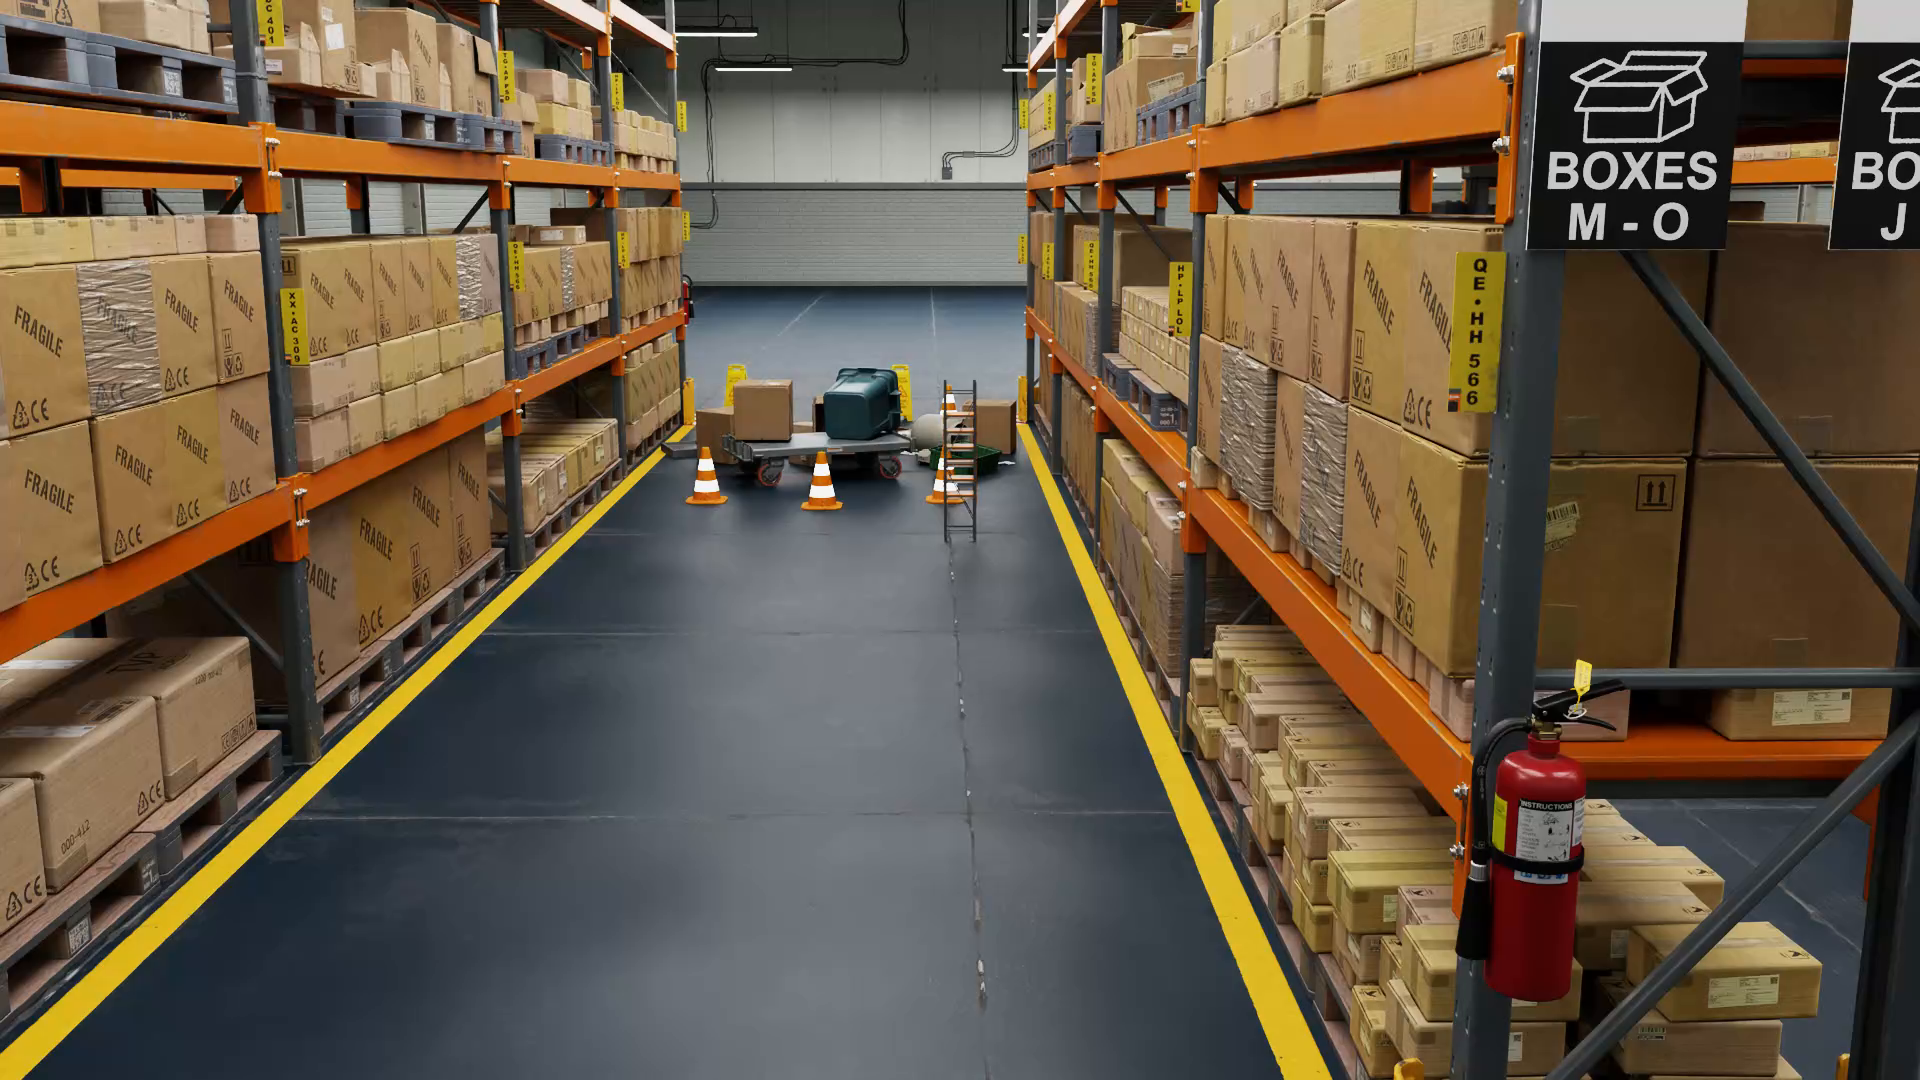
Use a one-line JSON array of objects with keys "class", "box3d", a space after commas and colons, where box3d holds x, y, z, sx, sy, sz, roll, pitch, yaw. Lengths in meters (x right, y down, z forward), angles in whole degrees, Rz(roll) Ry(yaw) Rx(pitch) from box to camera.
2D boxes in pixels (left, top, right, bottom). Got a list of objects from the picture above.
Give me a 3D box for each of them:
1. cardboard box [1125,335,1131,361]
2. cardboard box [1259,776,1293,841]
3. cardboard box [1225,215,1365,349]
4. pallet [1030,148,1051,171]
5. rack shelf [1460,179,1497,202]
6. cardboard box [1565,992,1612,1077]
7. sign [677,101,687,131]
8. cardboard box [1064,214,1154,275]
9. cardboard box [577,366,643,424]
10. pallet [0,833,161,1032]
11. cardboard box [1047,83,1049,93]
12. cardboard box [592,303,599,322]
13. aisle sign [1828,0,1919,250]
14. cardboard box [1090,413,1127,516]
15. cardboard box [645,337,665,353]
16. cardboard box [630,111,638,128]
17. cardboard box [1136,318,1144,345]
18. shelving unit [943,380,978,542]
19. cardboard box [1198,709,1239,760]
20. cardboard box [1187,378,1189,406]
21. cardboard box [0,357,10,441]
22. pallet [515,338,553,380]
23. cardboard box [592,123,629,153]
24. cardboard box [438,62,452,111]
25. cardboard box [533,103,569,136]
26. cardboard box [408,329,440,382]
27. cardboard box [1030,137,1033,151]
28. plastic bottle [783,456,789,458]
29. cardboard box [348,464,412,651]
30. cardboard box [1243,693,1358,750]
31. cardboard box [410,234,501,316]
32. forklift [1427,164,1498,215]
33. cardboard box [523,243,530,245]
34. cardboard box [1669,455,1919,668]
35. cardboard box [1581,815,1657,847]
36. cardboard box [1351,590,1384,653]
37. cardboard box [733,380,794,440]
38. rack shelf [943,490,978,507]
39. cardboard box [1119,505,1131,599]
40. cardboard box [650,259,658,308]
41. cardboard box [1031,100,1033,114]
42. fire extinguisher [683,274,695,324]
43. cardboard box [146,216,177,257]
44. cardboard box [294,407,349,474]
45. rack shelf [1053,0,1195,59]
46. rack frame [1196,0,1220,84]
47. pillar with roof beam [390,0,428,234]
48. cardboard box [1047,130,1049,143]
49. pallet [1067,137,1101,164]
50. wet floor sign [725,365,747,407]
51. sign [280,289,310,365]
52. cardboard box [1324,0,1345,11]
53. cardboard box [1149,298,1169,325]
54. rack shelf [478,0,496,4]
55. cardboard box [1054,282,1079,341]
[{"class": "cardboard box", "box3d": [1.255, -1.228, 10.645, 0.380, 0.149, 0.250, 0, 11, 2]}, {"class": "cardboard box", "box3d": [1.255, 0.932, 5.789, 0.380, 0.149, 0.250, 0, 11, -1]}, {"class": "cardboard box", "box3d": [1.317, -0.985, 6.354, 0.500, 0.500, 0.500, -1, 11, -3]}, {"class": "pallet", "box3d": [1.303, -4.158, 18.189, 1.003, 0.211, 1.213, 0, 11, -1]}, {"class": "rack shelf", "box3d": [6.279, -3.599, 17.021, 1.077, 0.370, 4.000, 0, 11, -1]}, {"class": "cardboard box", "box3d": [1.830, 1.336, 4.545, 0.380, 0.149, 0.250, 0, 11, -1]}, {"class": "sign", "box3d": [-3.115, -4.741, 18.612, 0.100, 0.325, 0.005, 0, 11, -1]}, {"class": "cardboard box", "box3d": [1.386, -2.760, 15.526, 0.875, 0.550, 0.550, 0, 11, -1]}, {"class": "cardboard box", "box3d": [-3.329, -1.388, 15.828, 0.500, 0.500, 0.500, 0, 11, 2]}, {"class": "pallet", "box3d": [-3.456, 1.308, 5.581, 1.003, 0.211, 1.213, 0, 11, -1]}, {"class": "cardboard box", "box3d": [1.024, -4.248, 15.727, 0.380, 0.149, 0.250, 0, 11, -1]}, {"class": "cardboard box", "box3d": [-3.272, -1.921, 14.061, 0.380, 0.149, 0.250, 0, 11, -2]}, {"class": "aisle sign", "box3d": [1.909, -0.959, 3.204, 0.394, 0.787, 0.004, 0, 11, -1]}, {"class": "cardboard box", "box3d": [1.520, -0.513, 12.147, 1.050, 0.750, 0.750, 0, 11, -2]}, {"class": "cardboard box", "box3d": [-3.312, -2.049, 17.456, 0.380, 0.149, 0.250, 0, 11, 1]}, {"class": "cardboard box", "box3d": [-3.277, -4.001, 15.821, 0.380, 0.149, 0.250, 0, 11, -2]}, {"class": "cardboard box", "box3d": [1.274, -1.263, 10.068, 0.380, 0.149, 0.250, 0, 11, -1]}, {"class": "shelving unit", "box3d": [0.000, -0.591, 12.454, 0.258, 1.200, 0.189, 0, 11, -1]}, {"class": "cardboard box", "box3d": [1.217, 0.824, 7.065, 0.380, 0.149, 0.250, 0, 11, 1]}, {"class": "cardboard box", "box3d": [1.313, -0.706, 8.070, 0.380, 0.149, 0.250, 0, 11, -1]}, {"class": "cardboard box", "box3d": [-3.100, -0.499, 4.706, 0.500, 0.500, 0.500, 0, 11, -2]}, {"class": "pallet", "box3d": [-3.626, -1.295, 11.883, 1.213, 0.211, 1.003, 0, 11, -1]}, {"class": "cardboard box", "box3d": [-3.323, -3.674, 15.211, 0.500, 0.250, 0.500, 0, 11, -2]}, {"class": "cardboard box", "box3d": [-3.126, -2.586, 9.499, 0.396, 0.266, 0.258, -1, 11, -3]}, {"class": "cardboard box", "box3d": [-3.415, -3.328, 13.197, 0.500, 0.250, 0.500, 0, 11, 0]}, {"class": "cardboard box", "box3d": [-3.184, -1.018, 9.151, 0.500, 0.250, 0.500, -1, 11, -3]}, {"class": "cardboard box", "box3d": [0.970, -4.361, 18.288, 0.380, 0.149, 0.250, 0, 11, -1]}, {"class": "plastic bottle", "box3d": [-1.739, -0.868, 16.681, 0.133, 0.061, 0.283, 2, 12, 9]}, {"class": "cardboard box", "box3d": [-3.541, 0.080, 8.909, 0.875, 0.875, 0.875, 0, 11, 0]}, {"class": "cardboard box", "box3d": [1.278, 0.683, 6.264, 0.380, 0.149, 0.250, 0, 11, 0]}, {"class": "cardboard box", "box3d": [-3.232, -1.686, 10.557, 0.500, 0.500, 0.500, -1, 11, -3]}, {"class": "forklift", "box3d": [4.036, -1.450, 12.334, 1.130, 2.935, 3.031, 1, 12, 5]}, {"class": "cardboard box", "box3d": [-3.853, -2.250, 14.050, 0.500, 0.500, 0.500, 0, 11, -1]}, {"class": "cardboard box", "box3d": [1.875, 0.016, 3.934, 0.500, 0.500, 0.500, 0, 11, 2]}, {"class": "cardboard box", "box3d": [1.846, 0.942, 4.990, 0.380, 0.149, 0.250, -1, 11, -4]}, {"class": "cardboard box", "box3d": [1.302, 0.211, 4.606, 0.380, 0.149, 0.250, 0, 11, 0]}, {"class": "cardboard box", "box3d": [-1.808, -1.203, 15.326, 0.500, 0.500, 0.500, 0, 11, -1]}, {"class": "rack shelf", "box3d": [0.000, -0.312, 12.511, 0.258, 0.103, 0.180, 0, 11, -1]}, {"class": "cardboard box", "box3d": [1.231, 0.074, 9.880, 0.500, 0.500, 0.500, -1, 11, -3]}, {"class": "cardboard box", "box3d": [-3.379, -2.627, 16.962, 0.500, 0.500, 0.500, 0, 11, 0]}, {"class": "cardboard box", "box3d": [0.970, -4.754, 18.222, 0.380, 0.149, 0.250, 0, 11, -1]}, {"class": "fire extinguisher", "box3d": [-3.211, -2.825, 19.135, 0.296, 0.674, 0.183, 0, 11, -1]}, {"class": "cardboard box", "box3d": [-3.205, -1.148, 6.274, 0.380, 0.149, 0.250, 0, 11, -1]}, {"class": "cardboard box", "box3d": [-3.167, -0.468, 7.700, 0.500, 0.250, 0.500, -1, 11, -2]}, {"class": "rack shelf", "box3d": [1.401, -4.078, 12.841, 1.077, 0.370, 4.000, 0, 11, -1]}, {"class": "rack frame", "box3d": [1.525, -3.434, 6.851, 1.000, 3.000, 0.127, 0, 11, -1]}, {"class": "pillar with roof beam", "box3d": [-5.463, -8.018, 29.450, 9.100, 9.000, 0.548, 0, 11, -1]}, {"class": "cardboard box", "box3d": [1.020, -3.858, 15.812, 0.380, 0.149, 0.250, 0, 11, 0]}, {"class": "pallet", "box3d": [1.350, -3.016, 12.813, 1.003, 0.211, 1.213, 0, 11, 1]}, {"class": "wet floor sign", "box3d": [-2.604, -1.727, 19.448, 0.267, 0.644, 0.232, 4, 12, 18]}, {"class": "sign", "box3d": [-2.867, -0.919, 7.167, 0.100, 0.325, 0.005, 0, 11, -1]}, {"class": "cardboard box", "box3d": [1.324, -1.634, 4.644, 0.500, 0.250, 0.500, 0, 11, 0]}, {"class": "cardboard box", "box3d": [1.287, -1.309, 9.546, 0.380, 0.149, 0.250, 0, 11, 1]}, {"class": "rack shelf", "box3d": [-3.463, -3.242, 8.723, 1.077, 0.370, 4.000, 0, 11, -1]}, {"class": "cardboard box", "box3d": [1.102, -2.027, 14.755, 0.500, 0.500, 0.500, 0, 11, -1]}]
